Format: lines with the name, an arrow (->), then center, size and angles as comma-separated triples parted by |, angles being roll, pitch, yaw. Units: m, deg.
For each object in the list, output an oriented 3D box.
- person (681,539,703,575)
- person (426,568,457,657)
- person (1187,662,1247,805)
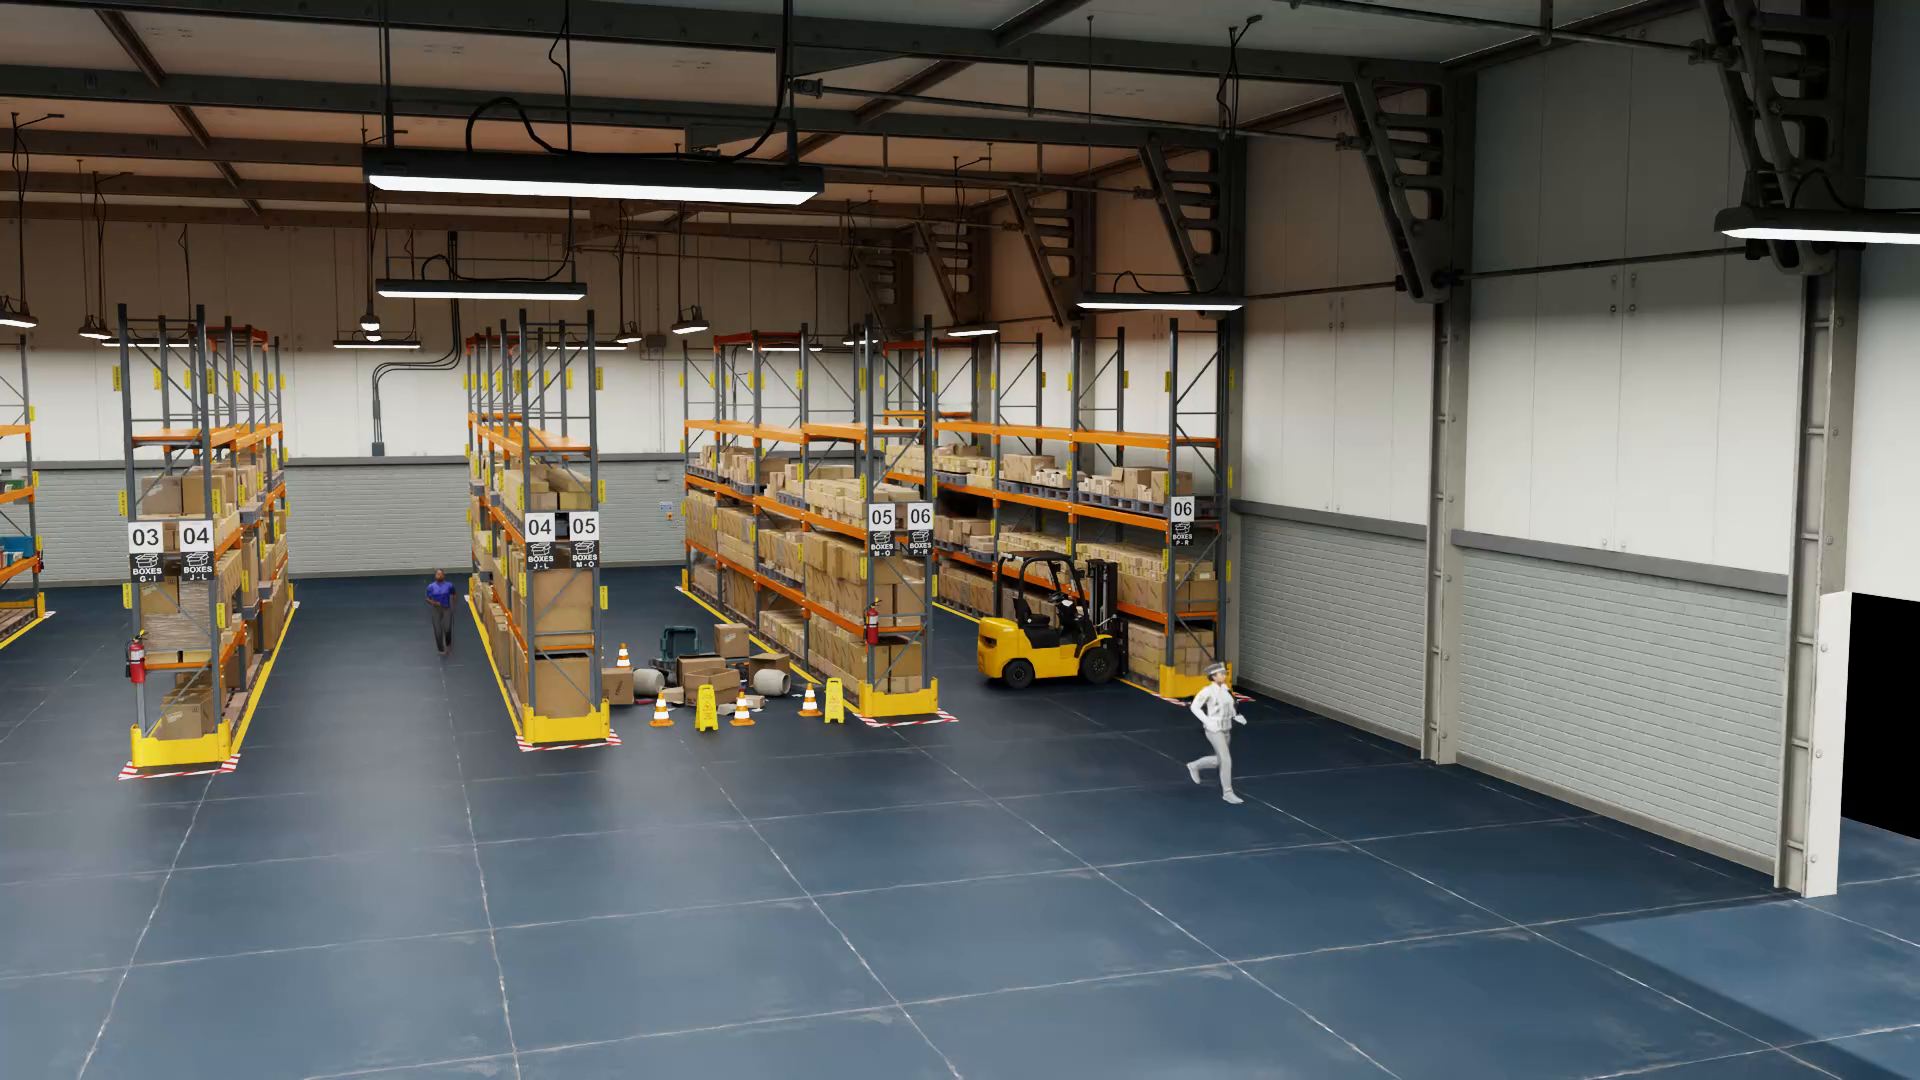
person -> -6.518, 0.303, 41.037 | 0.730, 1.716, 0.590 | -2, 6, -22
person -> -9.397, 1.333, 30.191 | 0.548, 1.605, 0.600 | -2, 6, -19
person -> 3.055, 2.290, 19.963 | 0.826, 1.694, 0.618 | 5, 7, 41
